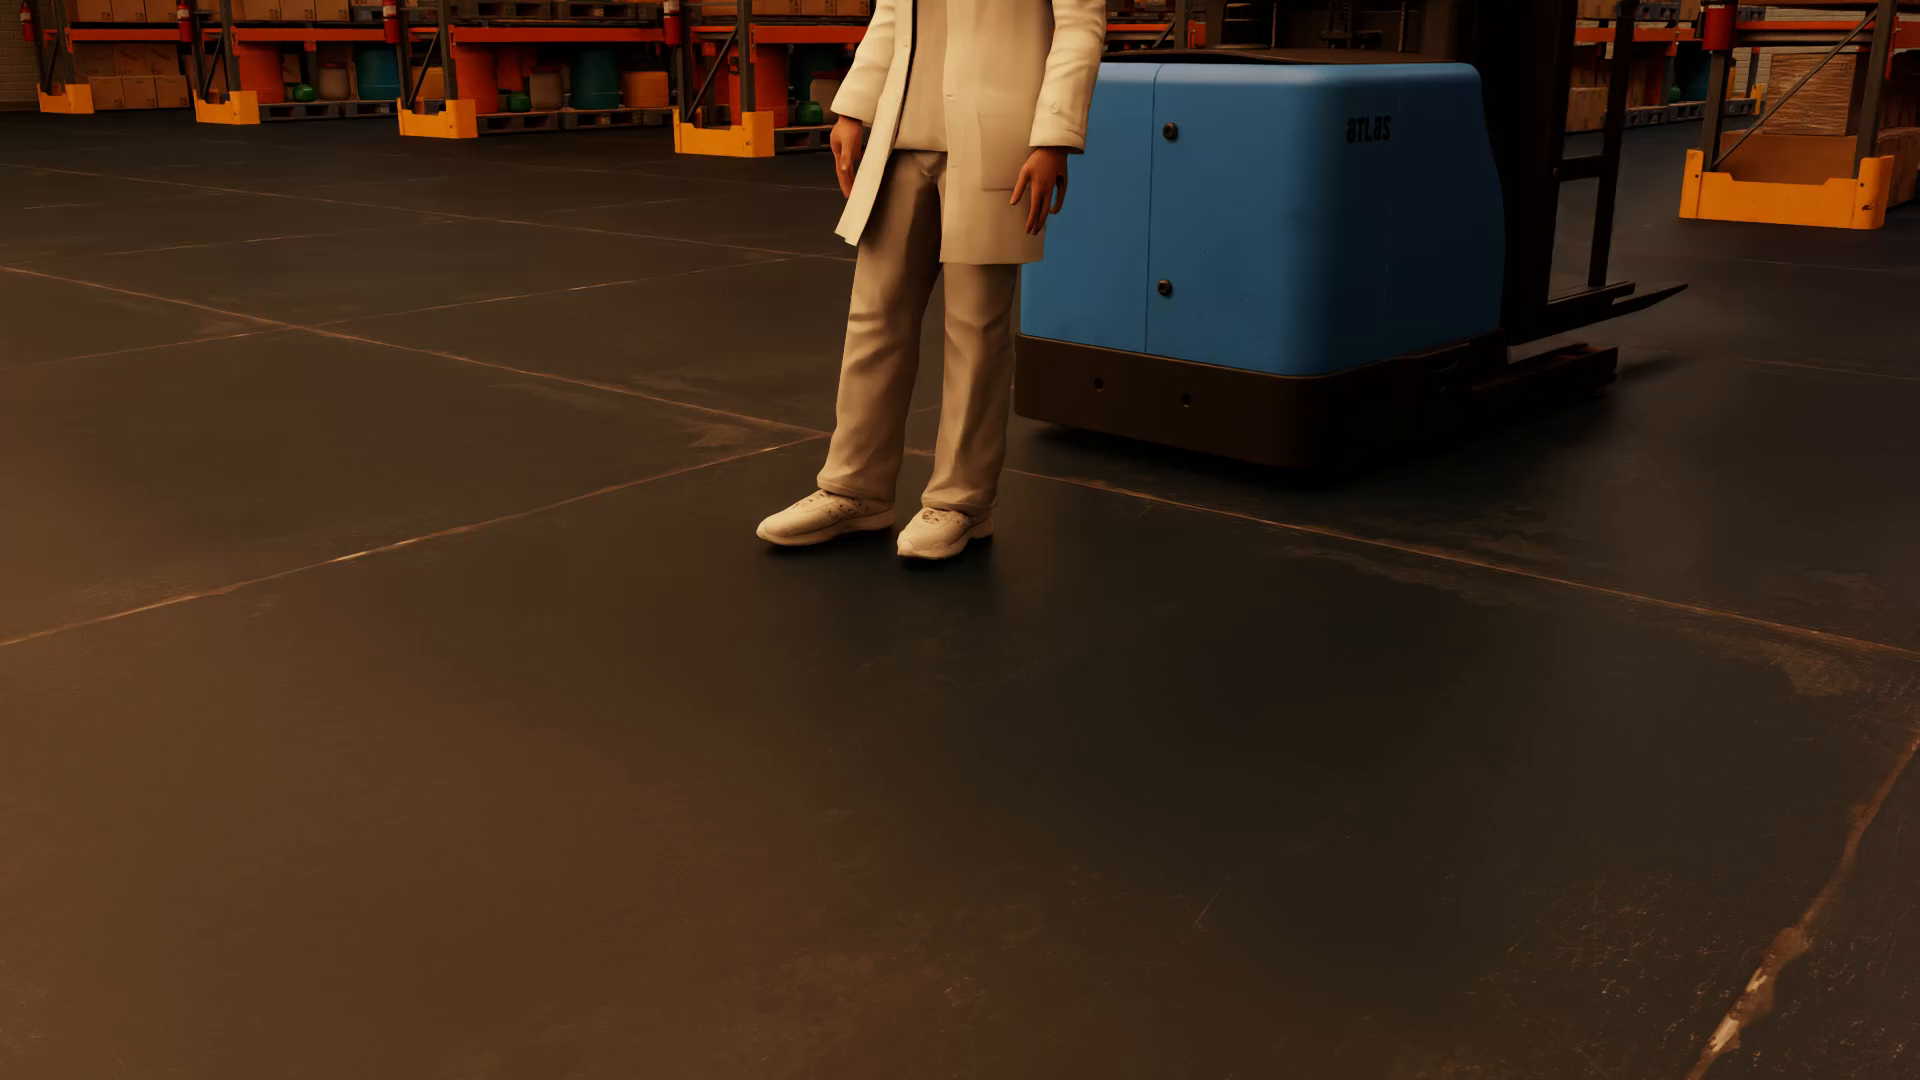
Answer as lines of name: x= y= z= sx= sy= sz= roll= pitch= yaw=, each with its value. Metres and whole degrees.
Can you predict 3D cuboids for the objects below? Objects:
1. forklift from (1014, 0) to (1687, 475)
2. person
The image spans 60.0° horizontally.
forklift: x=1.538 y=-1.928 z=5.248 sx=1.130 sy=2.935 sz=3.031 roll=15 pitch=23 yaw=41
person: x=-0.061 y=-0.838 z=3.616 sx=0.696 sy=1.778 sz=0.578 roll=13 pitch=21 yaw=37
